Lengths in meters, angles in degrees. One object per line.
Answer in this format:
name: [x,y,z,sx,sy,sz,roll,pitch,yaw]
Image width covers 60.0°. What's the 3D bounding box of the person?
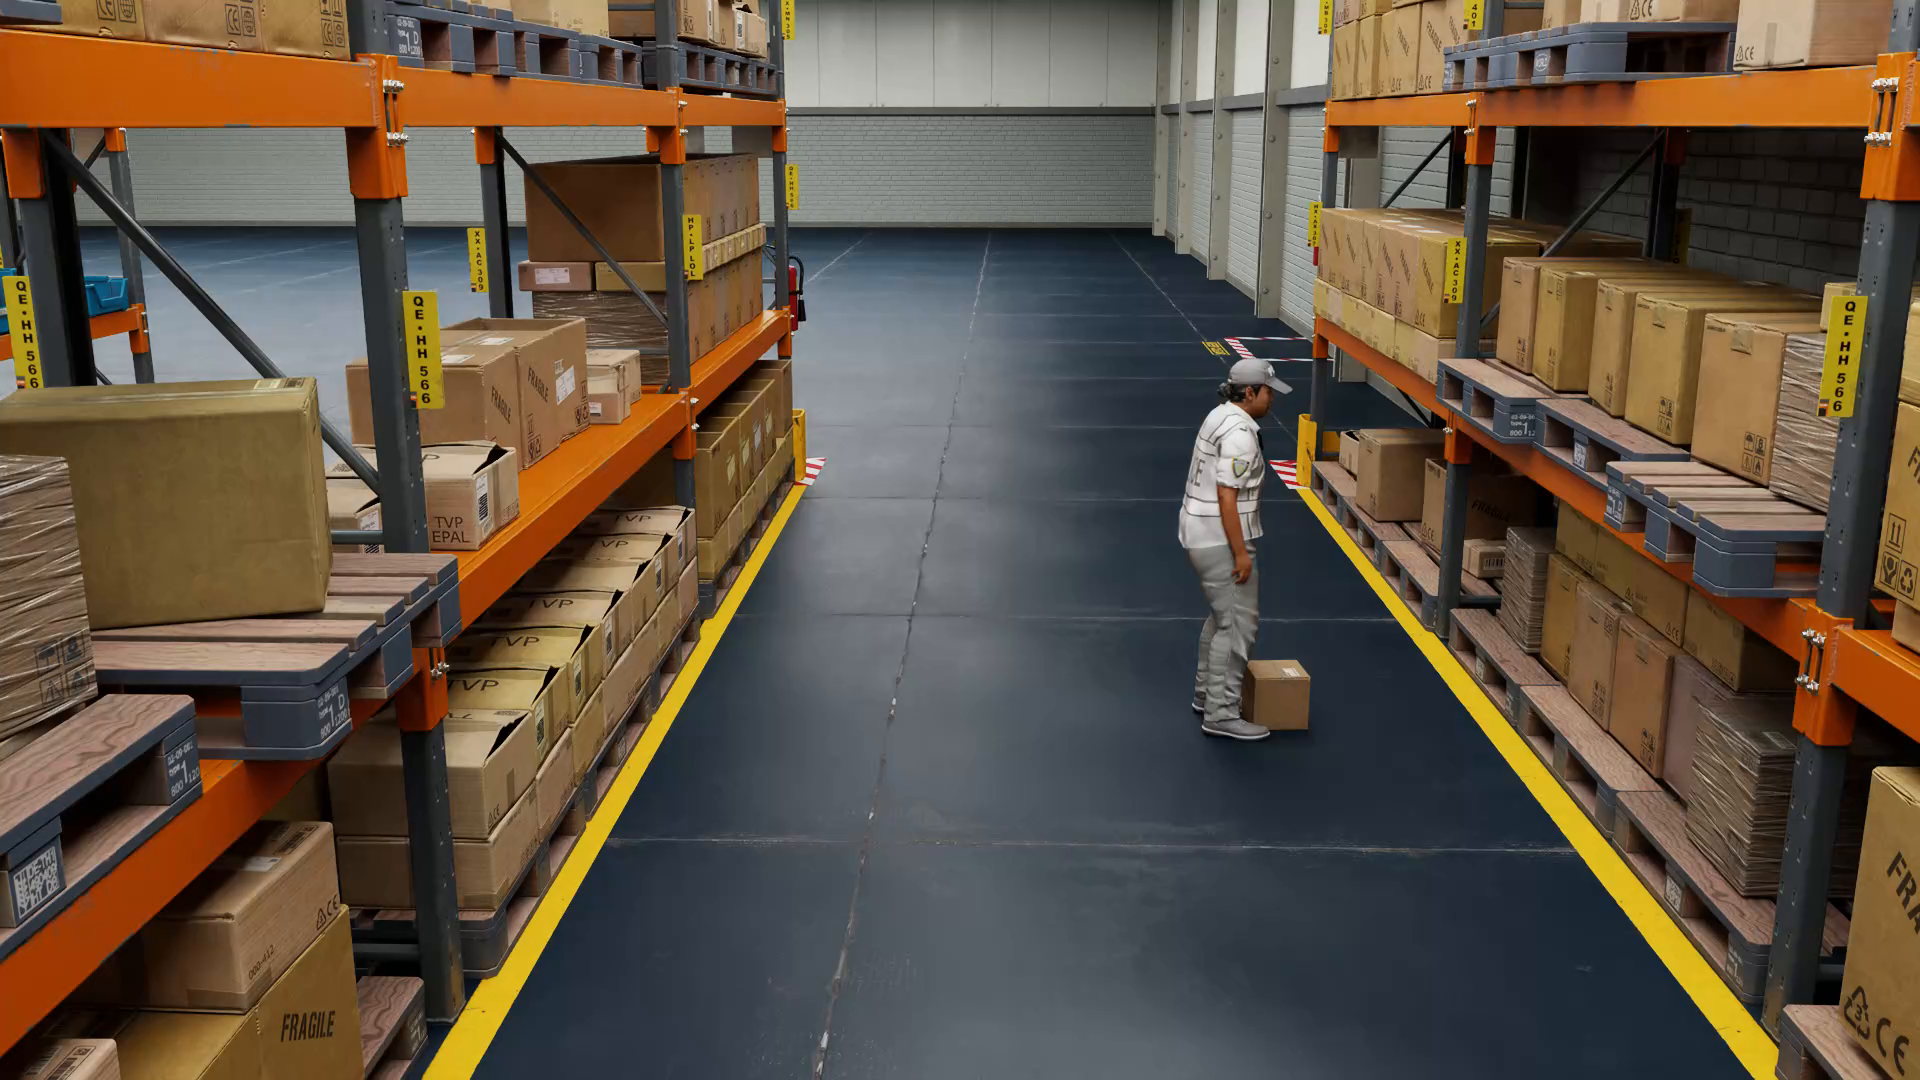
person: [1.213,0.021,7.406,0.467,1.665,0.538,0,14,0]
